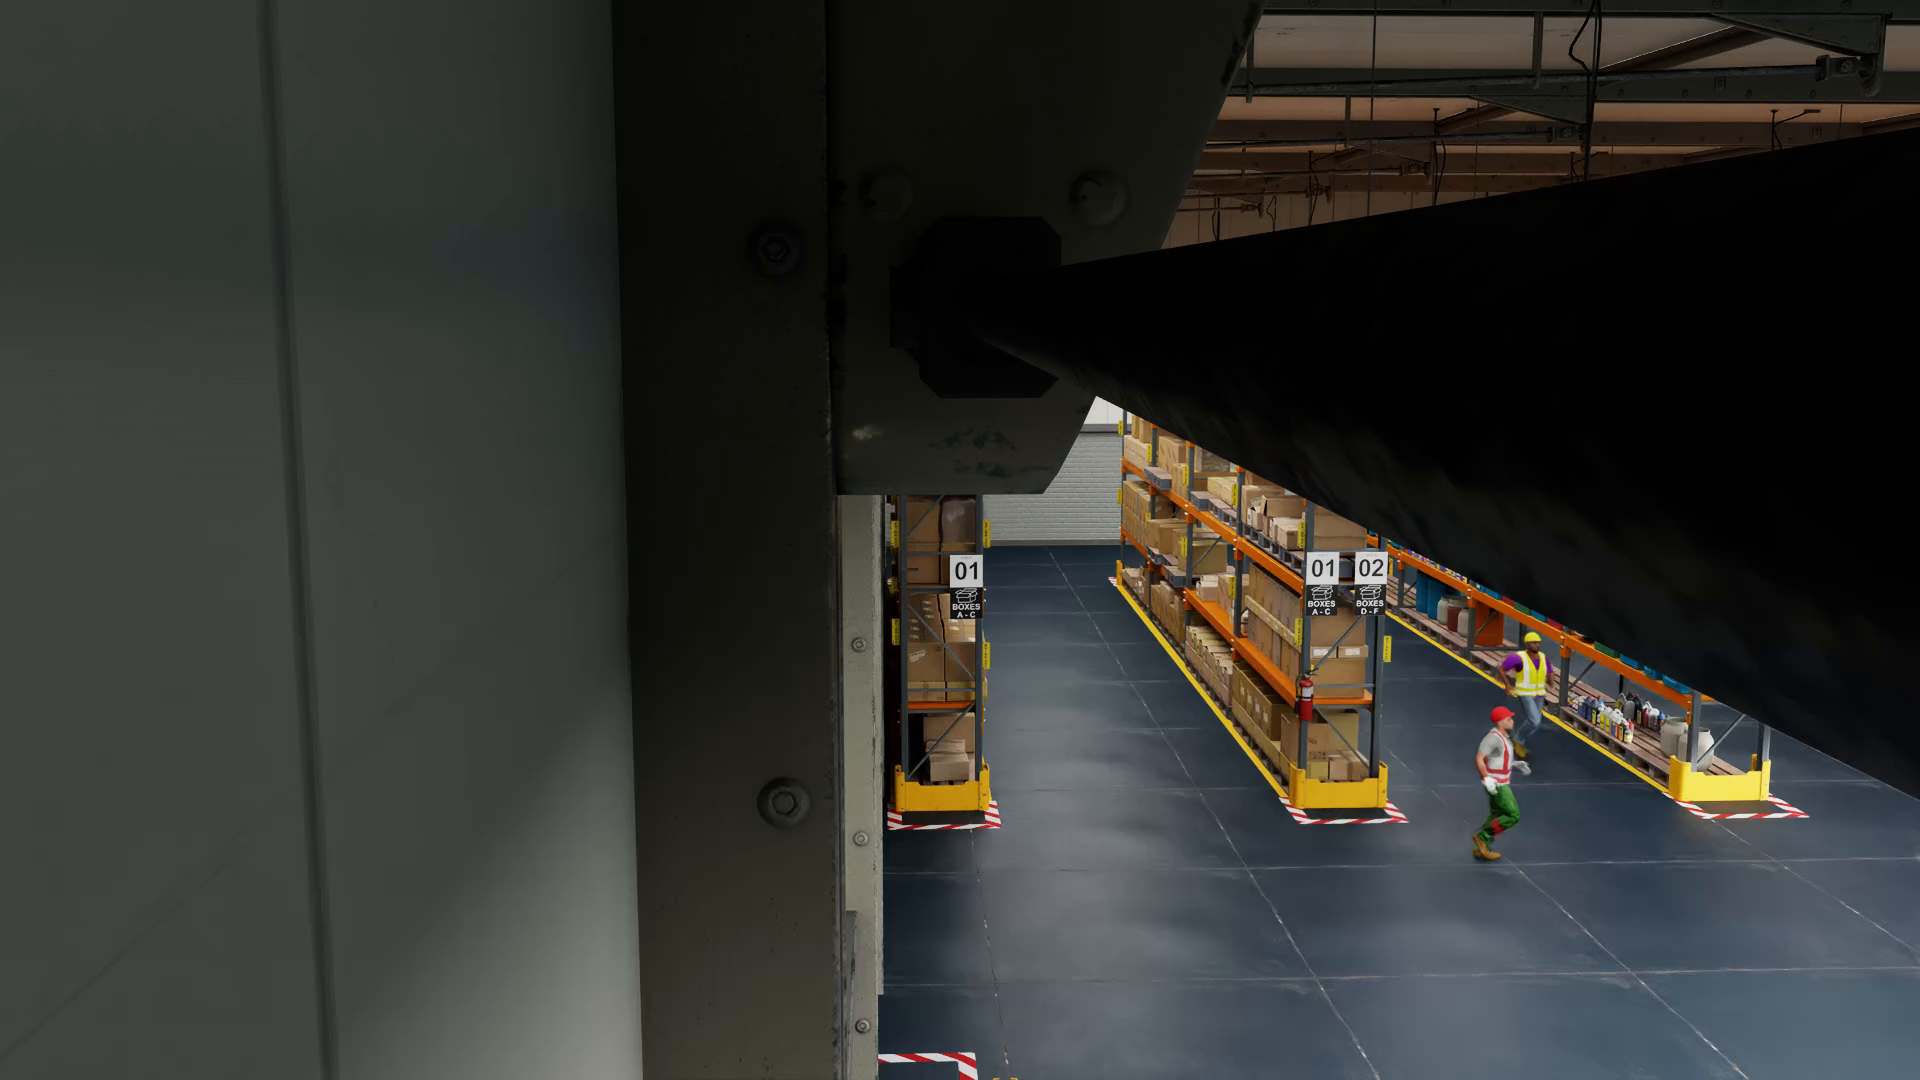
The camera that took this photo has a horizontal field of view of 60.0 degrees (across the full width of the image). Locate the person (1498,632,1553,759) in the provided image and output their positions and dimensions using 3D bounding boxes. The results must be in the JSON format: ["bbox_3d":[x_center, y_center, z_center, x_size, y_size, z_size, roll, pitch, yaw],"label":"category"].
[{"bbox_3d":[7.796,2.124,22.689,0.675,1.741,0.672,-3,9,-19],"label":"person"}]

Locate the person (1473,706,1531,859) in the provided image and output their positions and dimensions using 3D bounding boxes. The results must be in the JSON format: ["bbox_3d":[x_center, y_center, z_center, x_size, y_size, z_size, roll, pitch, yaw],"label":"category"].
[{"bbox_3d":[6.087,2.725,18.648,0.571,1.749,0.664,4,9,22],"label":"person"}]
